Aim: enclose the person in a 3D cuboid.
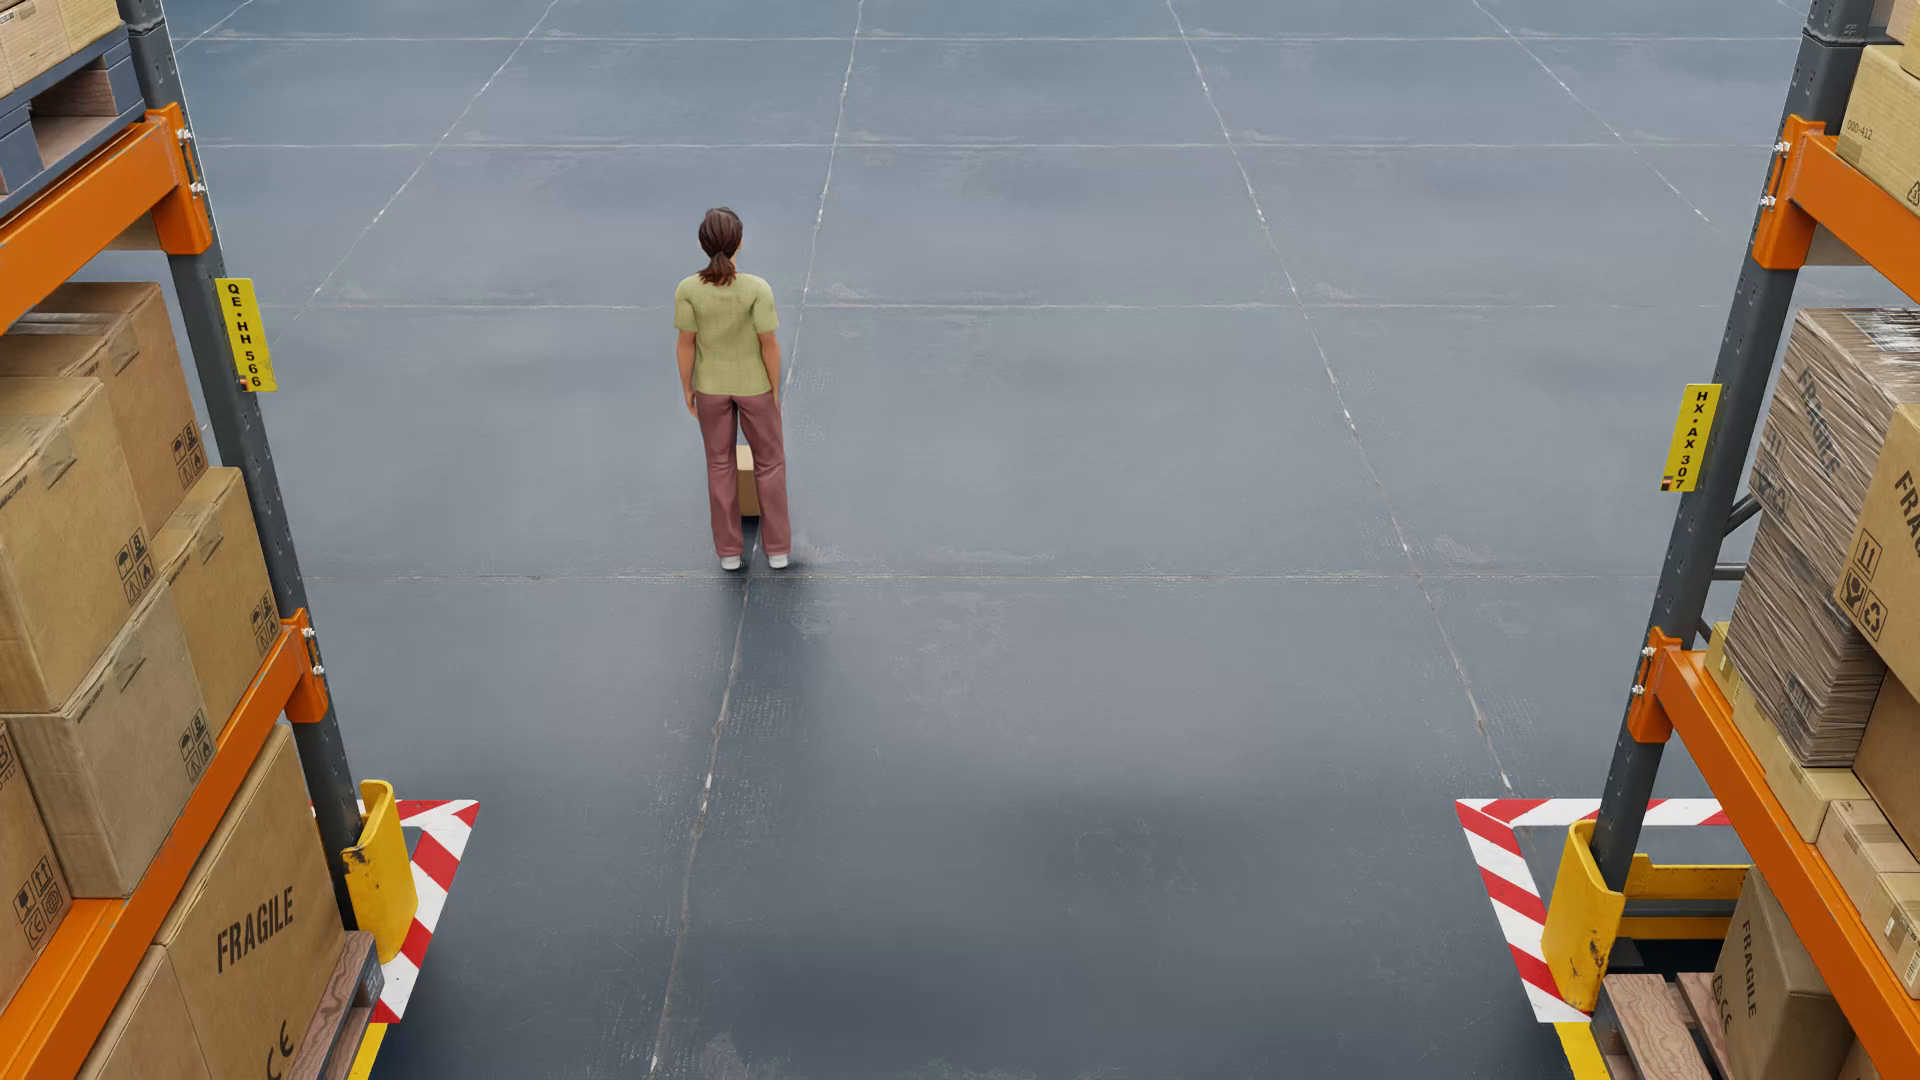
[{"bbox_3d":[-0.977,-0.633,7.170,0.444,1.671,0.369,1,32,1],"label":"person"}]
